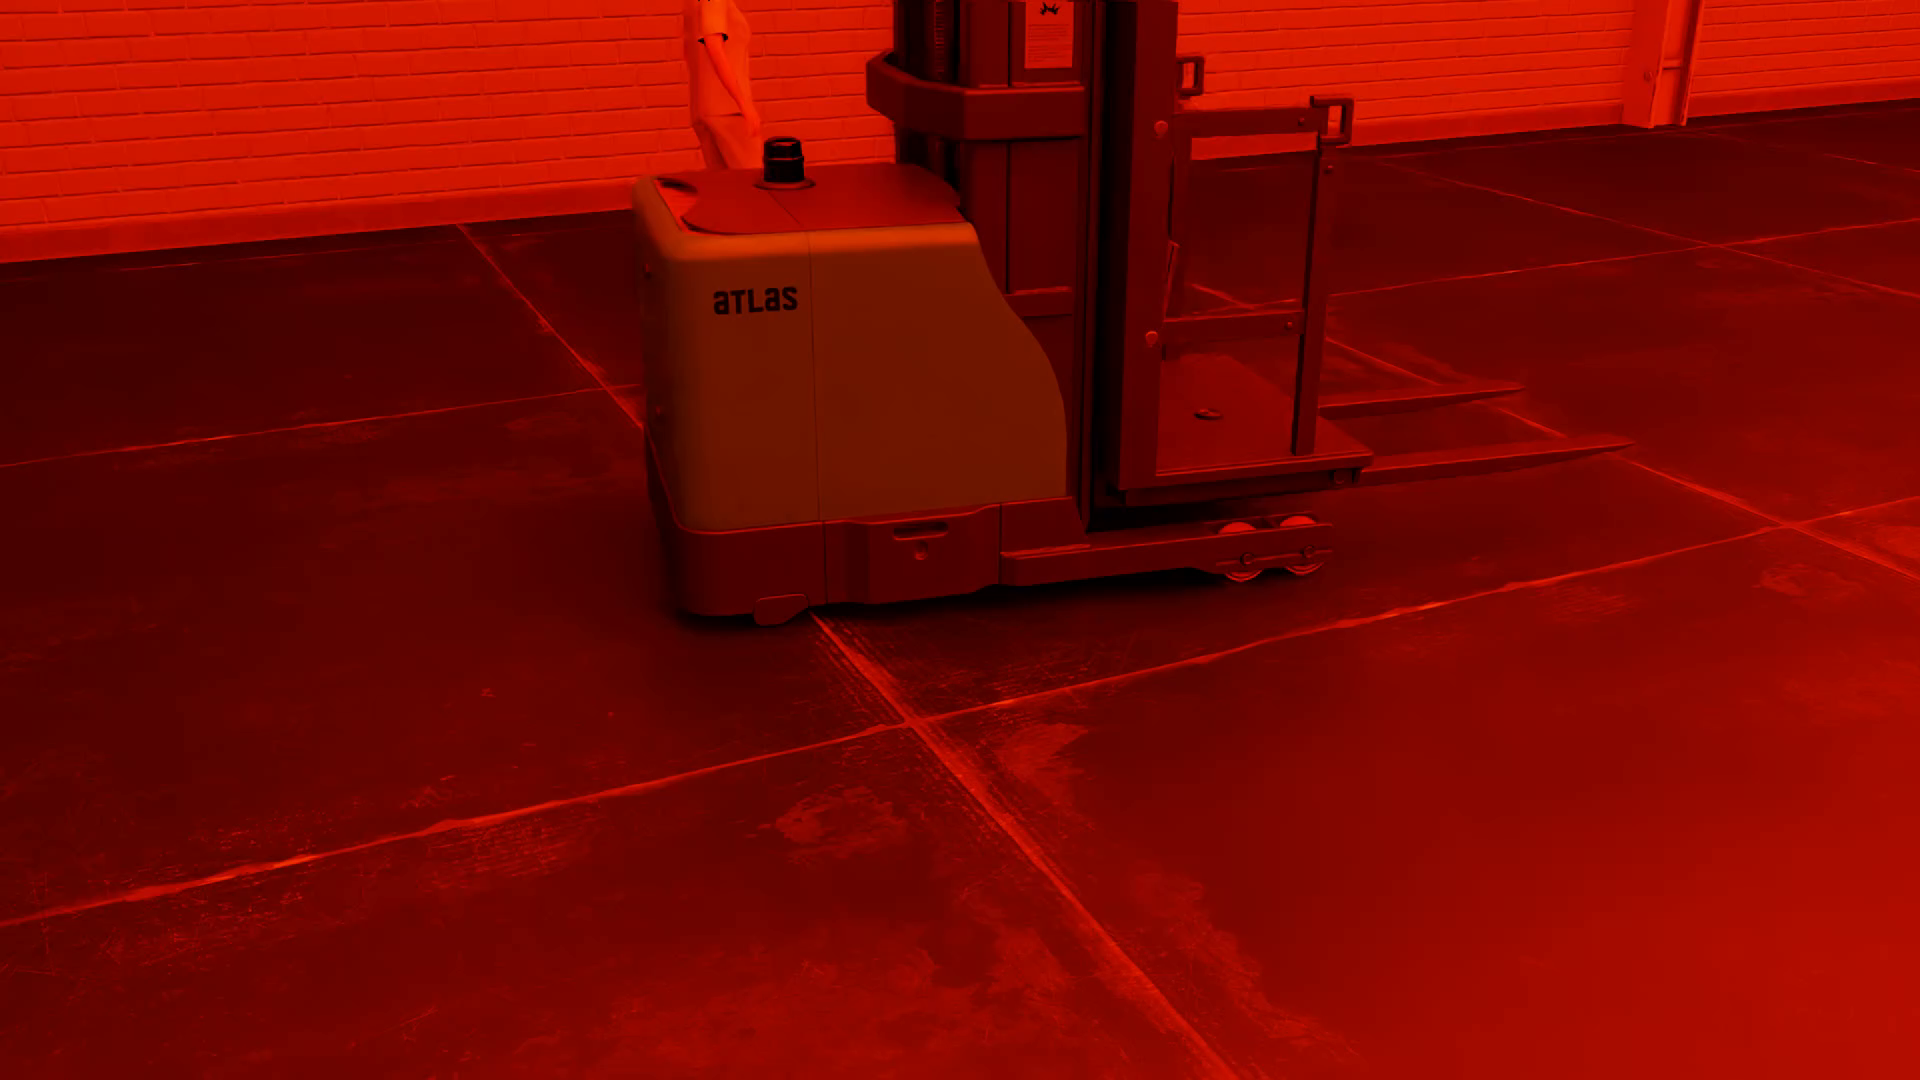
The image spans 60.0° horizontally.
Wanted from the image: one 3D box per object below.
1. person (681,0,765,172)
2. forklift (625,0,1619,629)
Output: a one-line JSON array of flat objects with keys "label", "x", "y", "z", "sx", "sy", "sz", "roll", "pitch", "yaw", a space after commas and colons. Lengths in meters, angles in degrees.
[{"label": "person", "x": -1.015, "y": -1.932, "z": 7.600, "sx": 0.468, "sy": 1.657, "sz": 0.632, "roll": -12, "pitch": 25, "yaw": -27}, {"label": "forklift", "x": 0.583, "y": -1.433, "z": 4.736, "sx": 3.031, "sy": 2.935, "sz": 1.130, "roll": -7, "pitch": 24, "yaw": -17}]
